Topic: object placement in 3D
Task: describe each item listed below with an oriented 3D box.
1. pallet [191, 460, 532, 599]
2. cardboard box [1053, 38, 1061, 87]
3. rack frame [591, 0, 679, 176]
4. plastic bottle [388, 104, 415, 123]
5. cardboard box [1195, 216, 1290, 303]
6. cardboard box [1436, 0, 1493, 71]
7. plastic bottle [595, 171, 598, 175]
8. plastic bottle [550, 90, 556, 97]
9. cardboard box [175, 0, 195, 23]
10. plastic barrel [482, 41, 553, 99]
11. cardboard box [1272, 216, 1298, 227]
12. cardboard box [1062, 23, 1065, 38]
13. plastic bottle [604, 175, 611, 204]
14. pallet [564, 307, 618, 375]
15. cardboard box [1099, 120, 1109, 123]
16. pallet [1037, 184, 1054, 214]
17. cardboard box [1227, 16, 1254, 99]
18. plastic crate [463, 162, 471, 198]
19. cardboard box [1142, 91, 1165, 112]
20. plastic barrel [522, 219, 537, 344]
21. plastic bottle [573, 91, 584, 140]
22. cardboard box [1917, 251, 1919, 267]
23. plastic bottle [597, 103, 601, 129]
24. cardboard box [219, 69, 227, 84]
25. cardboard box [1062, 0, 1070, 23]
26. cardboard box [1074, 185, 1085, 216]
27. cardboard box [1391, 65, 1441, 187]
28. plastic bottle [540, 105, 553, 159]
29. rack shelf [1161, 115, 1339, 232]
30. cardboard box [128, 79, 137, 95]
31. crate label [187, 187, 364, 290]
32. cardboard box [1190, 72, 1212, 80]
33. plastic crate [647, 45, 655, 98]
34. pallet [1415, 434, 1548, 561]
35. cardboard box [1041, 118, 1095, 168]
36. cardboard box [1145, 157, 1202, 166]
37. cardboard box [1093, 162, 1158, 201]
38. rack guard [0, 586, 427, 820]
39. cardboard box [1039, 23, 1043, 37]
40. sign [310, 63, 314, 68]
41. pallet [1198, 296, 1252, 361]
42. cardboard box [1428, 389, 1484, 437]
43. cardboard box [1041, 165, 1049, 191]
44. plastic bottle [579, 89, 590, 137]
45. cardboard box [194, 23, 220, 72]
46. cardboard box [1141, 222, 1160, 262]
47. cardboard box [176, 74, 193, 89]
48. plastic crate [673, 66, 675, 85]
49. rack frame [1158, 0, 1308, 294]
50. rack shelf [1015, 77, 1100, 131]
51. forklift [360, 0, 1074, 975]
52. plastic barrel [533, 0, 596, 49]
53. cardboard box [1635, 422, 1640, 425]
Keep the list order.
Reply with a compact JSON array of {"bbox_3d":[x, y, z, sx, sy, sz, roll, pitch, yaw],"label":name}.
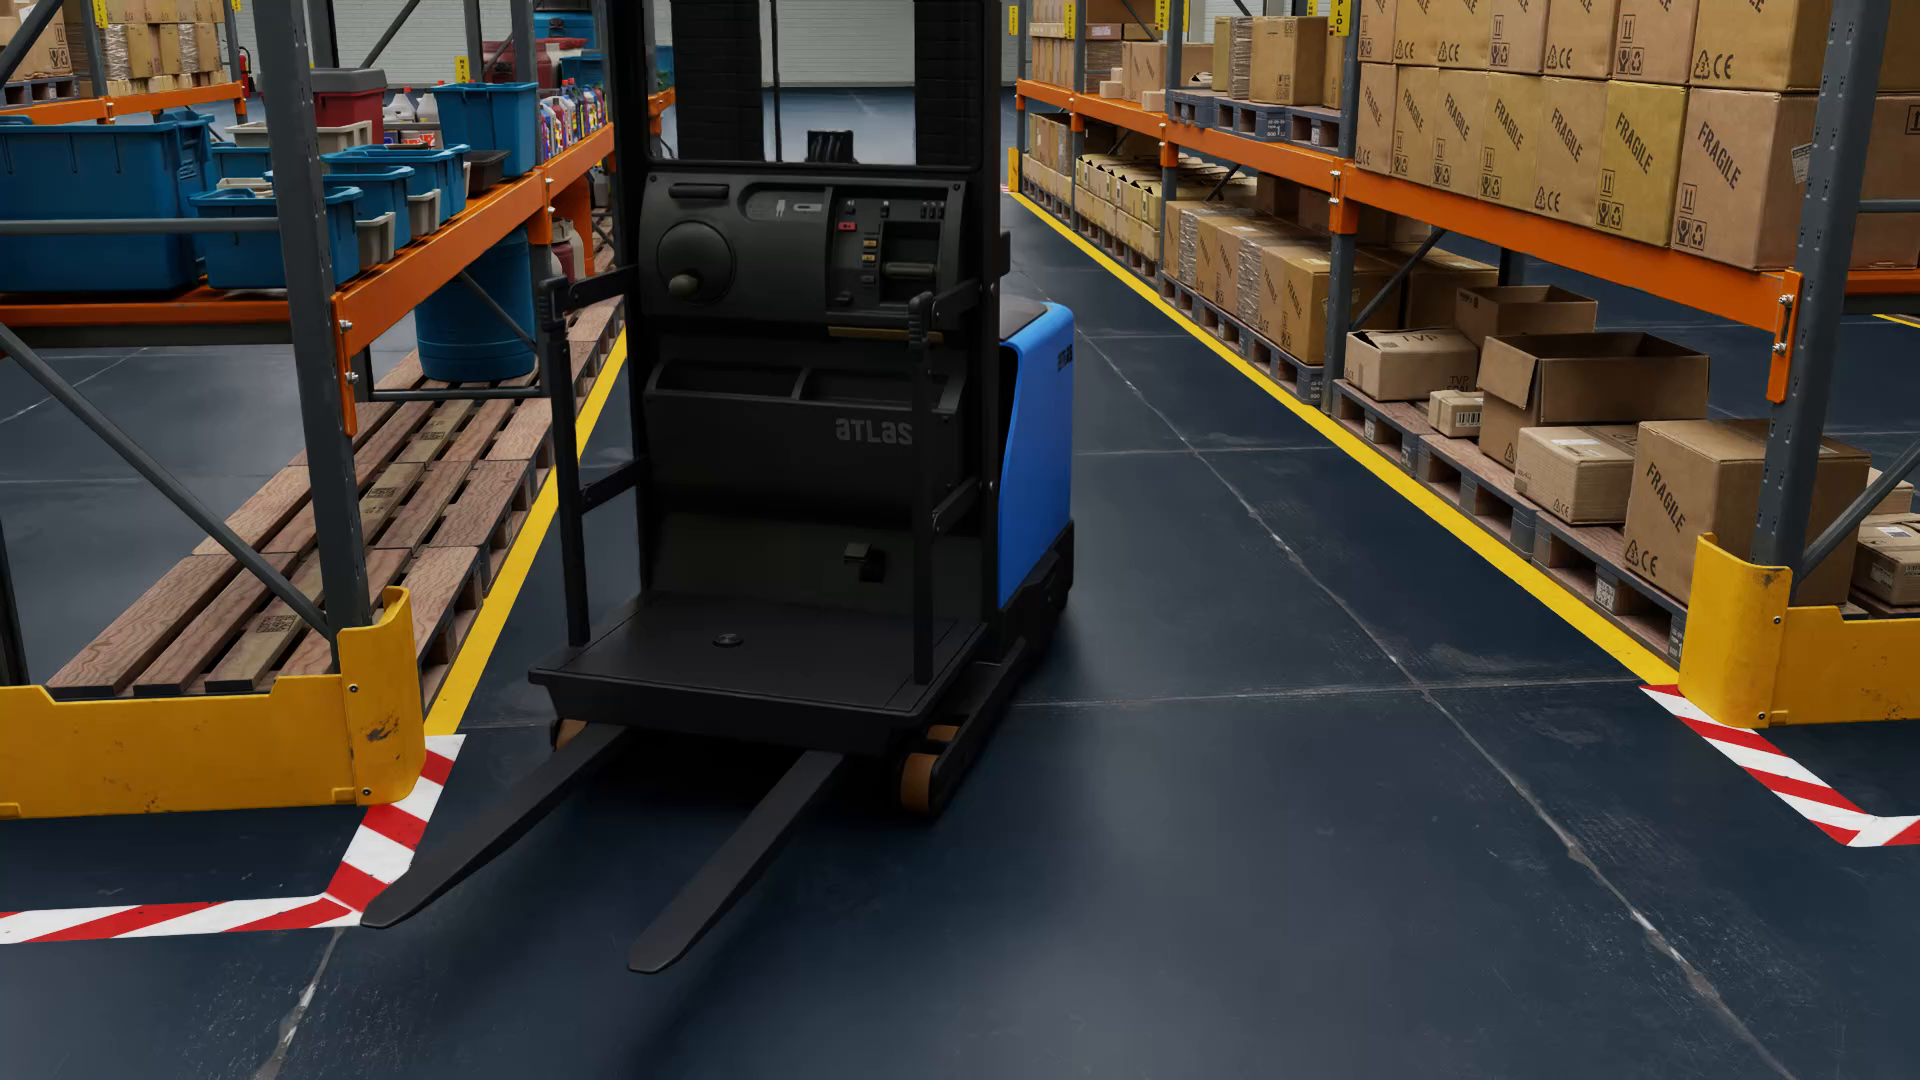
[{"bbox_3d":[-2.263,-0.046,6.471,1.003,0.211,1.213,-2,18,-6],"label":"pallet"},{"bbox_3d":[1.381,-5.133,17.852,0.700,0.500,0.500,-1,17,-4],"label":"cardboard box"},{"bbox_3d":[-3.744,-5.534,19.296,1.000,3.000,0.127,-2,18,-6],"label":"rack frame"},{"bbox_3d":[-2.906,-2.116,8.615,0.152,0.276,0.135,-2,18,-6],"label":"plastic bottle"},{"bbox_3d":[1.877,-1.870,11.063,0.500,0.500,0.500,-2,18,-6],"label":"cardboard box"},{"bbox_3d":[2.296,-2.179,6.775,0.500,0.500,0.500,-2,18,-7],"label":"cardboard box"},{"bbox_3d":[-3.751,-3.637,17.068,0.152,0.276,0.135,-1,17,-5],"label":"plastic bottle"},{"bbox_3d":[-2.459,-2.587,10.105,0.061,0.283,0.133,-2,18,-6],"label":"plastic bottle"},{"bbox_3d":[-8.262,-5.593,17.153,0.500,0.500,0.500,-2,18,-6],"label":"cardboard box"},{"bbox_3d":[-3.268,-3.344,12.094,0.600,0.536,0.708,-2,18,-6],"label":"plastic barrel"},{"bbox_3d":[2.391,-1.894,11.141,0.500,0.500,0.500,-2,18,-8],"label":"cardboard box"},{"bbox_3d":[1.251,-5.229,17.074,0.380,0.149,0.250,-2,18,-6],"label":"cardboard box"},{"bbox_3d":[-3.560,-3.505,16.645,0.152,0.276,0.135,-2,18,-6],"label":"plastic bottle"},{"bbox_3d":[-2.674,-1.224,10.222,1.003,0.211,1.213,-2,18,-6],"label":"pallet"},{"bbox_3d":[1.756,-4.186,17.640,0.500,0.500,0.500,-2,18,-6],"label":"cardboard box"},{"bbox_3d":[1.426,-3.766,18.321,1.003,0.211,1.213,-2,18,-6],"label":"pallet"},{"bbox_3d":[2.090,-3.088,10.637,0.700,0.500,0.500,1,17,5],"label":"cardboard box"},{"bbox_3d":[-2.028,-1.352,6.315,0.293,0.136,0.466,-2,18,-6],"label":"plastic crate"},{"bbox_3d":[1.641,-3.442,13.052,0.380,0.149,0.250,-2,18,-6],"label":"cardboard box"},{"bbox_3d":[-2.619,-1.531,9.349,0.600,0.901,0.708,-2,18,-6],"label":"plastic barrel"},{"bbox_3d":[-2.302,-2.552,9.993,0.061,0.283,0.133,-2,18,-6],"label":"plastic bottle"},{"bbox_3d":[3.050,-1.107,5.028,0.500,0.500,0.500,-1,17,-4],"label":"cardboard box"},{"bbox_3d":[-2.425,-2.816,10.969,0.097,0.201,0.097,0,17,0],"label":"plastic bottle"},{"bbox_3d":[-8.436,-5.182,18.596,0.380,0.149,0.250,-2,18,-6],"label":"cardboard box"},{"bbox_3d":[1.439,-5.592,17.150,0.700,0.500,0.500,-2,18,-6],"label":"cardboard box"},{"bbox_3d":[1.391,-3.255,15.926,0.500,0.250,0.500,-2,18,-7],"label":"cardboard box"},{"bbox_3d":[2.258,-1.846,7.381,0.500,0.500,0.500,-1,17,-5],"label":"cardboard box"},{"bbox_3d":[-2.174,-2.122,8.644,0.097,0.271,0.097,0,17,0],"label":"plastic bottle"},{"bbox_3d":[2.215,-2.363,10.398,1.077,0.370,4.000,-2,18,-6],"label":"rack shelf"},{"bbox_3d":[-8.047,-4.291,15.757,0.380,0.149,0.250,-2,18,-6],"label":"cardboard box"},{"bbox_3d":[-1.792,-0.799,4.395,0.416,0.233,0.303,-2,18,-6],"label":"crate label"},{"bbox_3d":[2.109,-3.532,13.069,0.500,0.311,0.500,-2,18,-6],"label":"cardboard box"},{"bbox_3d":[-2.977,-4.238,15.061,0.402,0.464,0.583,-2,18,-6],"label":"plastic crate"},{"bbox_3d":[2.620,-0.211,6.997,1.003,0.211,1.213,-2,18,-6],"label":"pallet"},{"bbox_3d":[1.169,-4.318,18.062,0.500,0.500,0.500,-2,18,-6],"label":"cardboard box"},{"bbox_3d":[1.983,-3.383,15.400,0.500,0.311,0.500,-1,17,-4],"label":"cardboard box"},{"bbox_3d":[1.492,-3.216,14.865,0.500,0.311,0.500,-2,18,-7],"label":"cardboard box"},{"bbox_3d":[-2.079,0.432,4.465,1.175,0.500,0.348,-2,18,-6],"label":"rack guard"},{"bbox_3d":[1.087,-5.691,18.547,0.380,0.149,0.250,-2,18,-6],"label":"cardboard box"},{"bbox_3d":[-3.054,-2.074,7.814,0.100,0.325,0.005,-2,18,-6],"label":"sign"},{"bbox_3d":[2.170,-1.386,10.738,1.003,0.211,1.213,-2,18,-6],"label":"pallet"},{"bbox_3d":[2.348,-0.579,7.511,0.380,0.166,0.250,-2,18,-6],"label":"cardboard box"},{"bbox_3d":[1.170,-3.961,18.174,0.500,0.250,0.500,-2,18,-6],"label":"cardboard box"},{"bbox_3d":[-2.335,-2.647,10.295,0.061,0.283,0.133,-2,18,-6],"label":"plastic bottle"},{"bbox_3d":[-8.470,-5.260,17.762,0.875,0.500,0.500,-2,18,-6],"label":"cardboard box"},{"bbox_3d":[1.711,-2.340,13.012,0.500,0.250,0.500,-1,17,-4],"label":"cardboard box"},{"bbox_3d":[-8.177,-4.739,17.183,0.380,0.149,0.250,-2,18,-6],"label":"cardboard box"},{"bbox_3d":[-3.334,-5.129,18.256,0.499,0.251,0.408,-2,18,-6],"label":"plastic crate"},{"bbox_3d":[2.008,-3.302,12.188,1.000,3.000,0.127,-2,18,-6],"label":"rack frame"},{"bbox_3d":[1.389,-4.747,17.990,1.077,0.370,4.000,-2,18,-6],"label":"rack shelf"},{"bbox_3d":[-0.496,-0.805,4.347,1.130,2.935,3.031,5,18,15],"label":"forklift"},{"bbox_3d":[-3.593,-4.457,15.028,0.600,0.901,0.708,-2,18,-6],"label":"plastic barrel"},{"bbox_3d":[2.956,-0.286,6.435,0.500,0.250,0.500,-2,18,-6],"label":"cardboard box"}]
